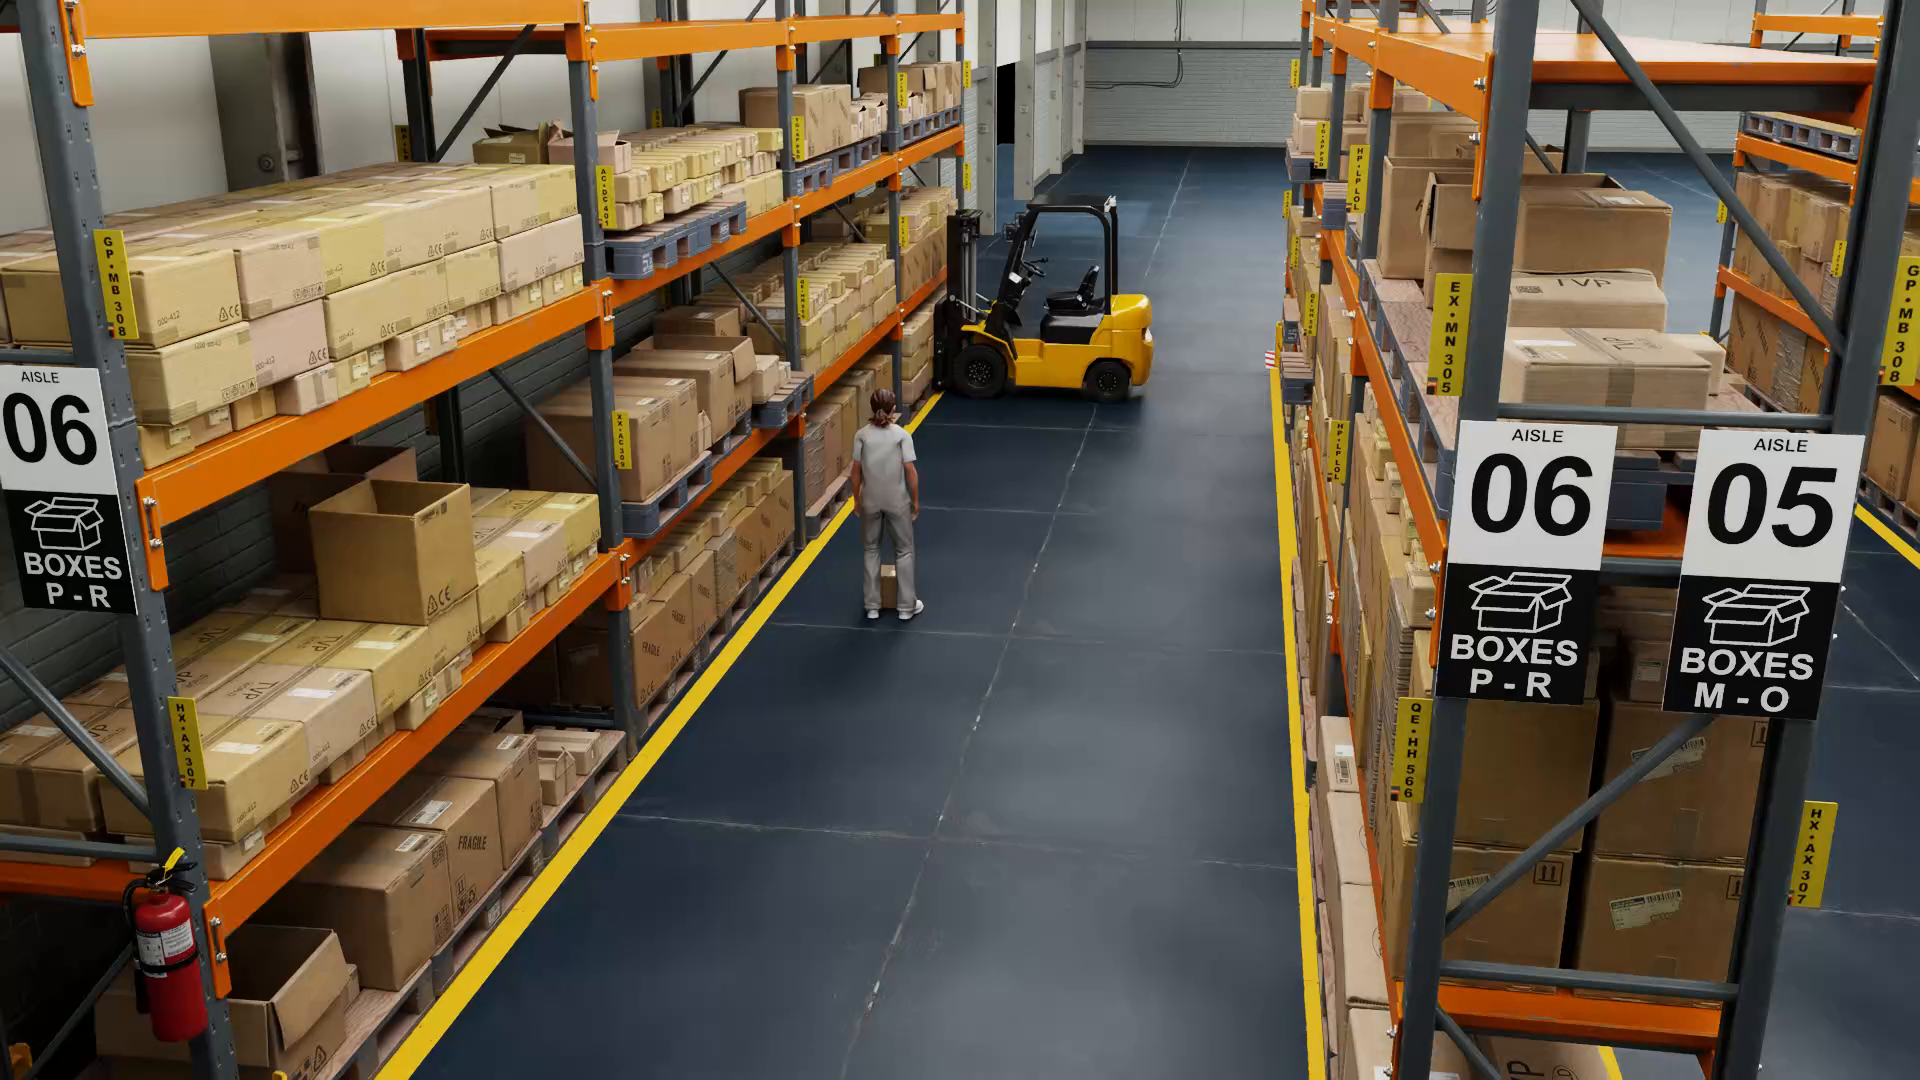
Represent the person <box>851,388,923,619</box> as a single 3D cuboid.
[{"bbox_3d":[-0.529,-0.255,11.845,0.486,1.672,0.363,3,18,8],"label":"person"}]
